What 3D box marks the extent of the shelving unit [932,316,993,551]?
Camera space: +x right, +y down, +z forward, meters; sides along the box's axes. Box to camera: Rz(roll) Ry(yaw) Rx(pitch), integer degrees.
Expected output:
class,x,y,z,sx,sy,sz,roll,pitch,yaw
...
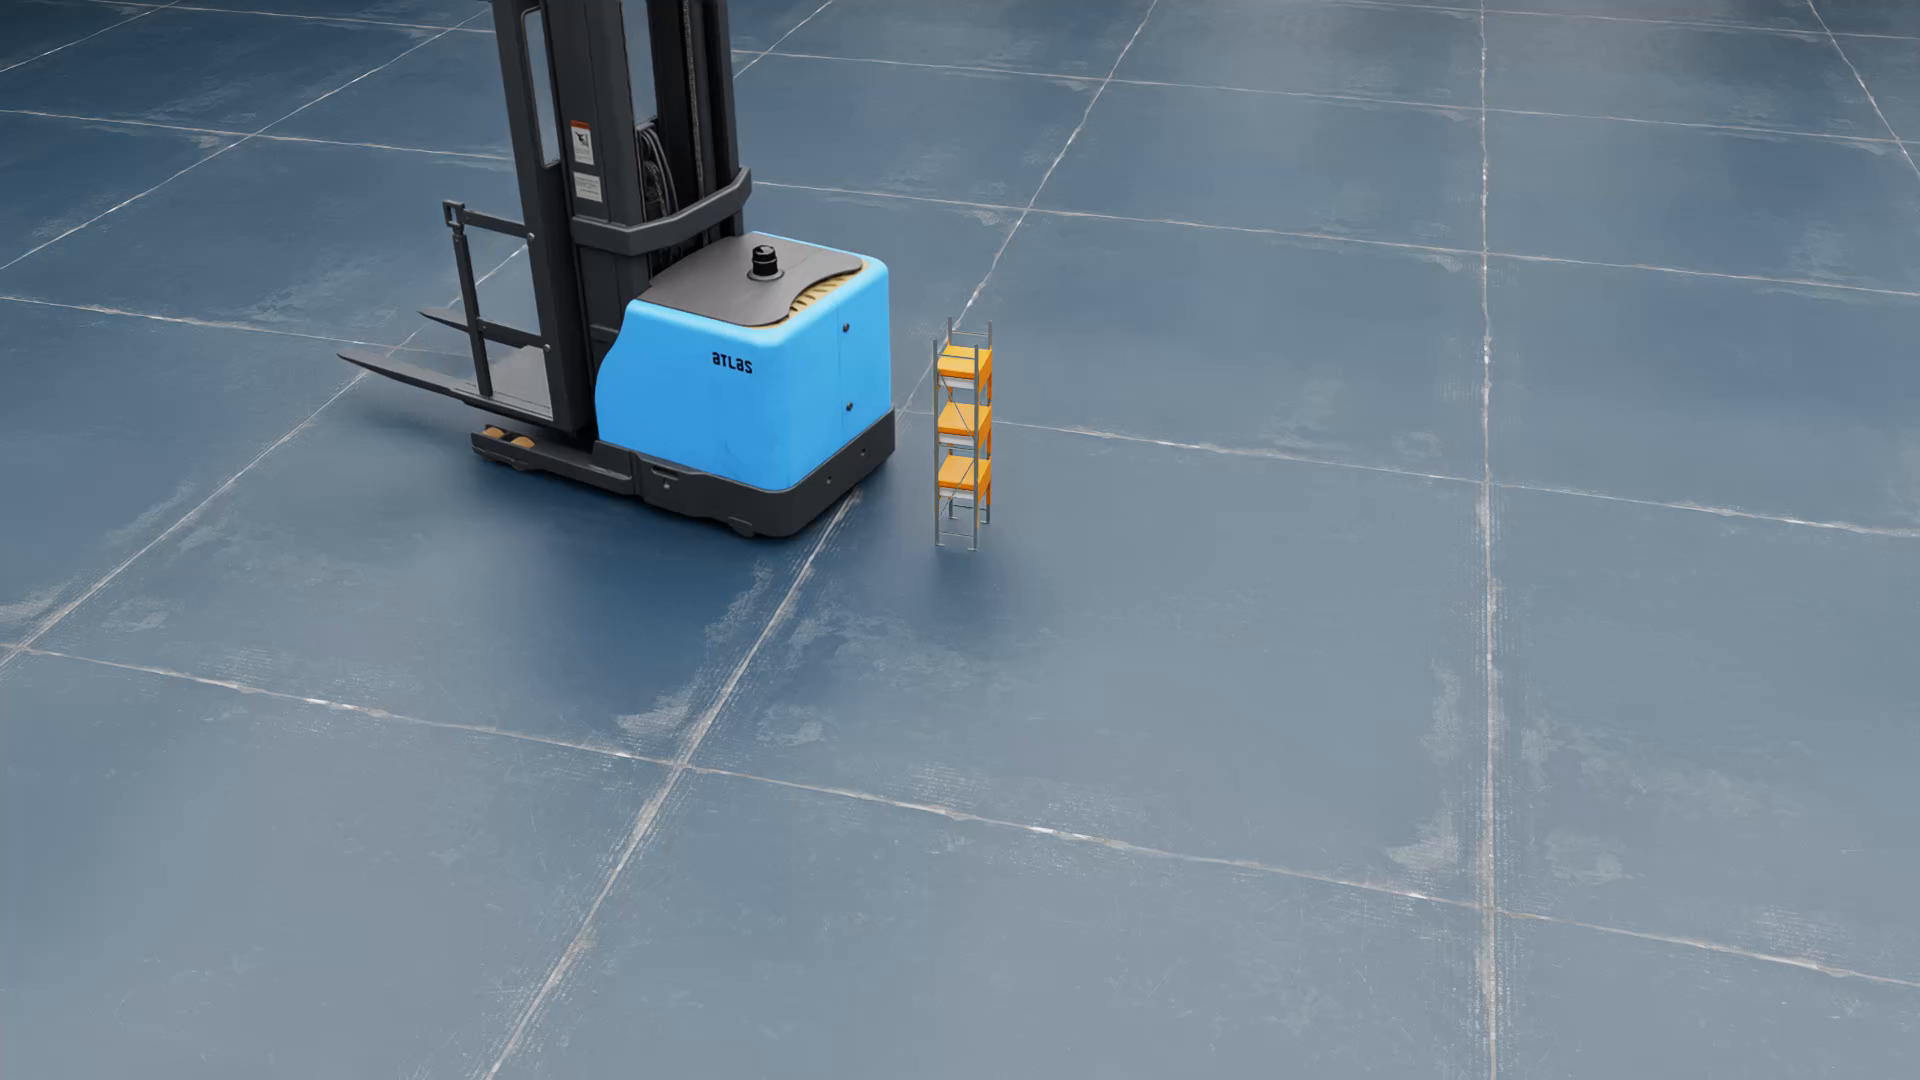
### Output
class,x,y,z,sx,sy,sz,roll,pitch,yaw
shelving unit,0.014,-0.471,7.512,0.215,1.050,0.252,8,33,12

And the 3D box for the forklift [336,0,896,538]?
class,x,y,z,sx,sy,sz,roll,pitch,yaw
forklift,-1.862,-1.811,7.866,3.031,2.935,1.130,17,36,24

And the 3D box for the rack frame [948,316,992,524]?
class,x,y,z,sx,sy,sz,roll,pitch,yaw
rack frame,0.045,-0.534,7.612,0.200,1.050,0.008,8,33,12

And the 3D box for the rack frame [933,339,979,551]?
class,x,y,z,sx,sy,sz,roll,pitch,yaw
rack frame,-0.017,-0.408,7.412,0.200,1.050,0.008,8,33,12

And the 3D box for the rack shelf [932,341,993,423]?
class,x,y,z,sx,sy,sz,roll,pitch,yaw
rack shelf,0.014,-0.701,7.365,0.215,0.259,0.240,8,33,12

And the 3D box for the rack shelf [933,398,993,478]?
class,x,y,z,sx,sy,sz,roll,pitch,yaw
rack shelf,0.014,-0.462,7.518,0.215,0.259,0.240,8,33,12

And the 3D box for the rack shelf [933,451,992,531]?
class,x,y,z,sx,sy,sz,roll,pitch,yaw
rack shelf,0.014,-0.227,7.667,0.215,0.259,0.240,8,33,12
